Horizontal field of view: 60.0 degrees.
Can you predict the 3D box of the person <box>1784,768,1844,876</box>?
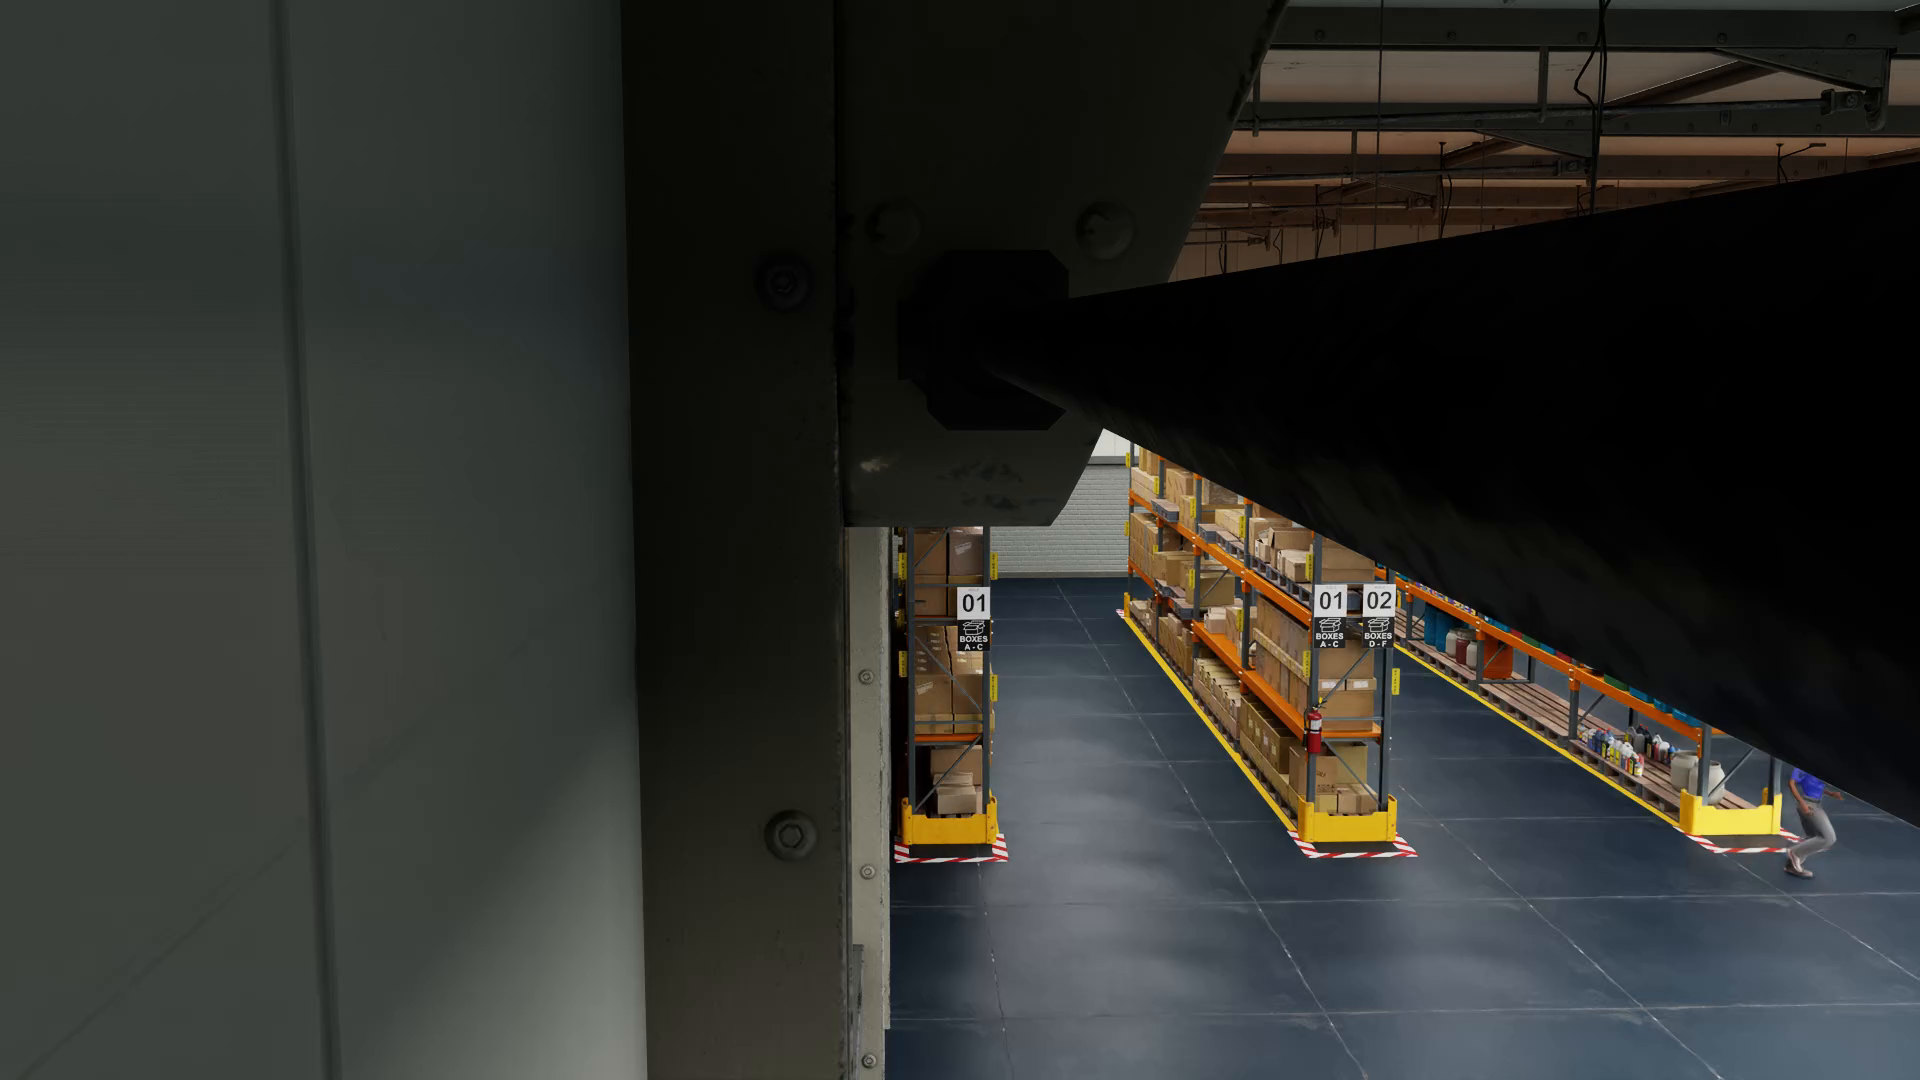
[{"bbox_3d":[9.838,3.089,19.127,0.559,1.615,0.567,4,9,31],"label":"person"}]
